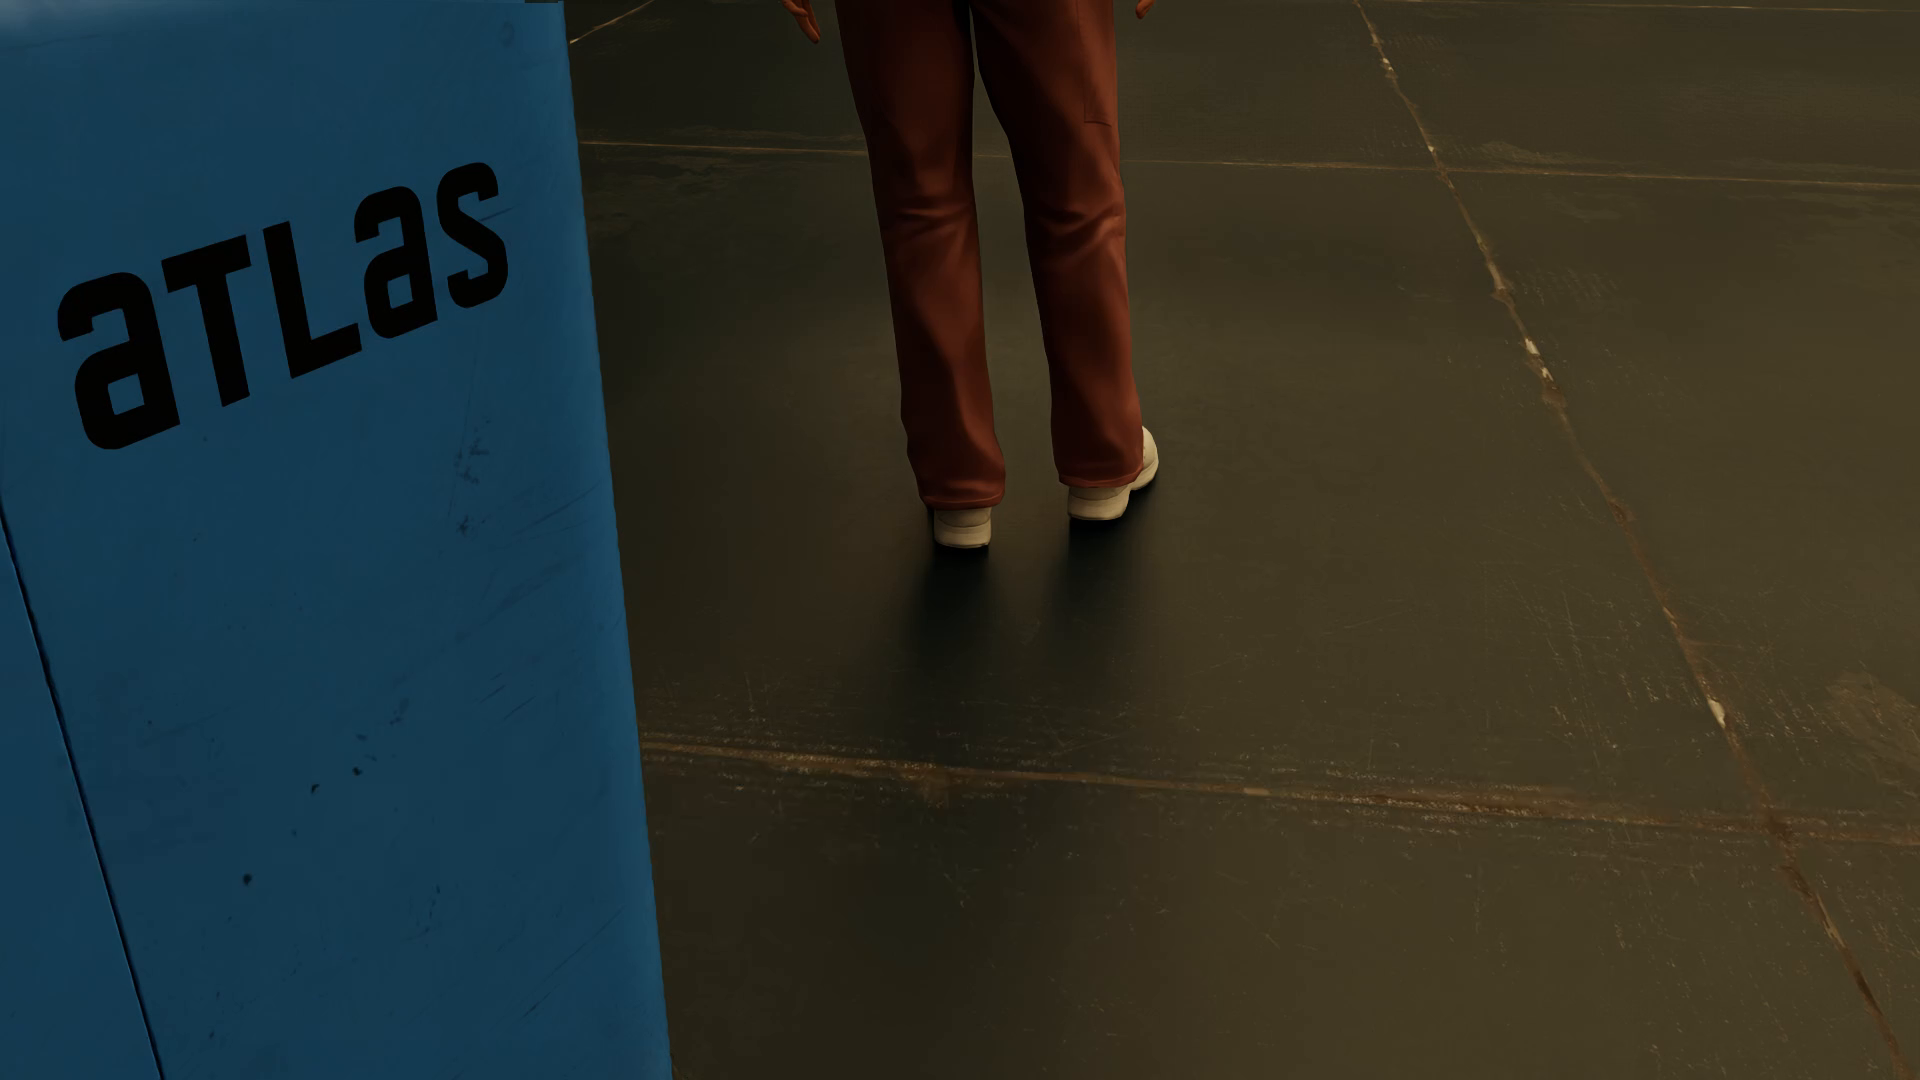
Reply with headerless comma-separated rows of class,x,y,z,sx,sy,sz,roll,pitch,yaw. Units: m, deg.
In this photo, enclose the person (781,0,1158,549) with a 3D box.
person,0.021,-0.789,2.187,0.553,1.673,0.548,3,27,7
